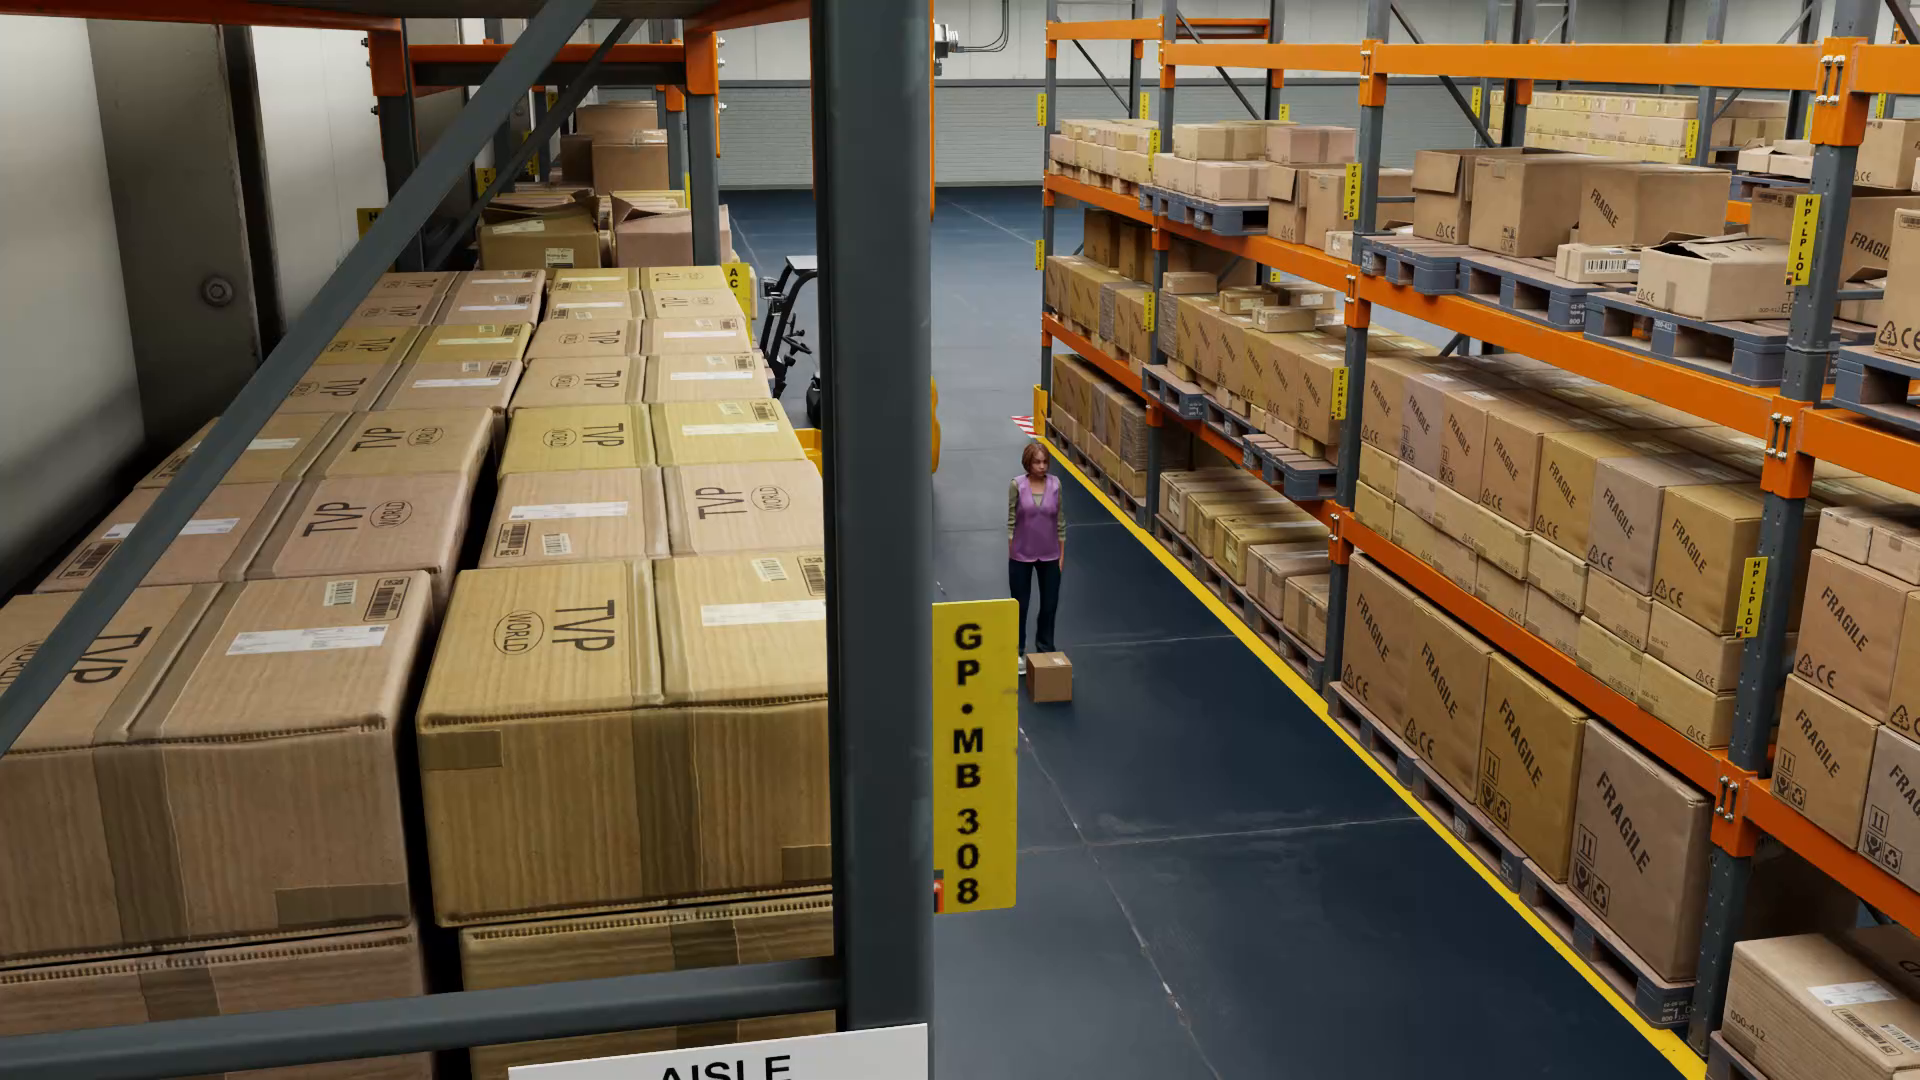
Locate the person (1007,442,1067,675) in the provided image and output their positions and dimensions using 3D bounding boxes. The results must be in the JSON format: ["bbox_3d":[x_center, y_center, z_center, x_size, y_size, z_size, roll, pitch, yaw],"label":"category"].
[{"bbox_3d":[0.514,0.120,11.156,0.405,1.596,0.312,-3,17,-9],"label":"person"}]
